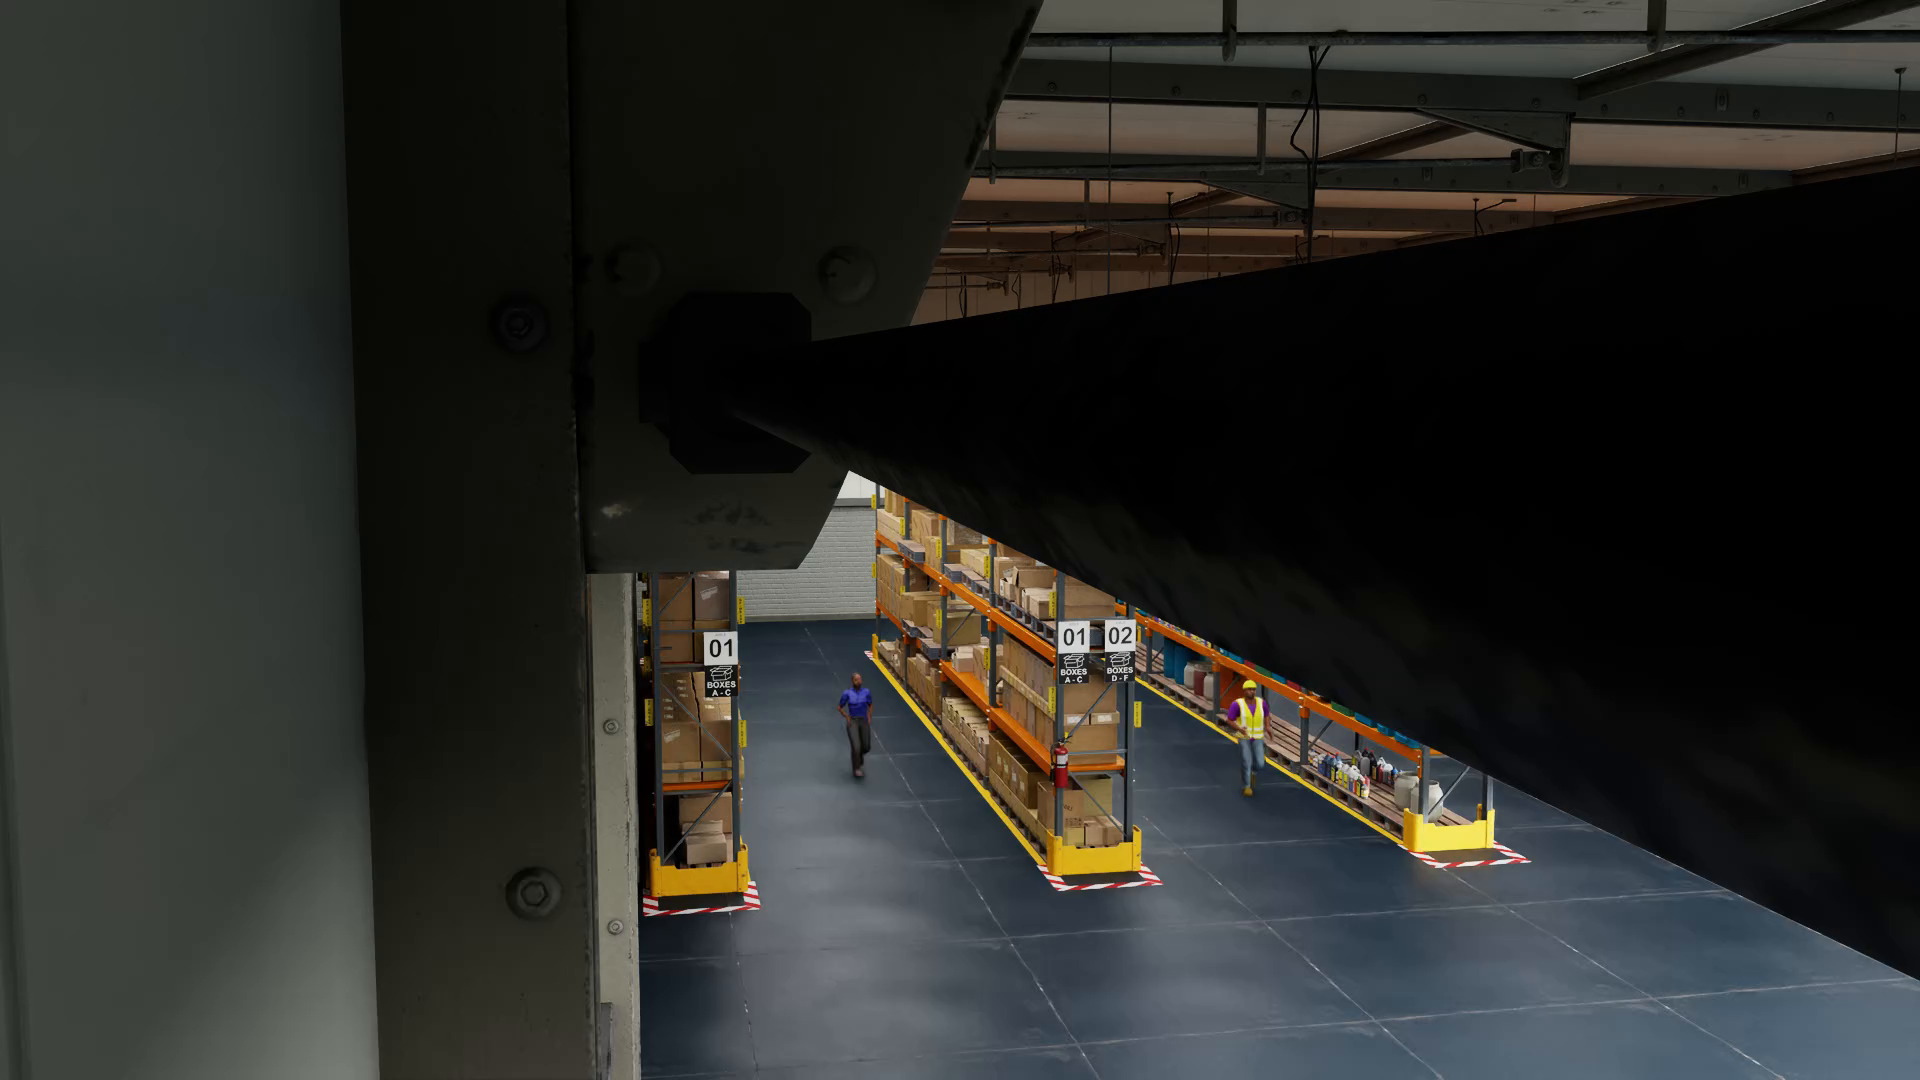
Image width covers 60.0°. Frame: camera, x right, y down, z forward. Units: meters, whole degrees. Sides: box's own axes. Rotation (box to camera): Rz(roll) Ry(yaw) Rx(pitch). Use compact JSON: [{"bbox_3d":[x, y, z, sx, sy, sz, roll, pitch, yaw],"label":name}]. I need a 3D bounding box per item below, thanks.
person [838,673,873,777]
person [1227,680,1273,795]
[{"bbox_3d":[-1.621,2.866,25.980,0.574,1.602,0.586,-2,6,-18],"label":"person"},{"bbox_3d":[4.319,2.940,24.719,0.698,1.723,0.579,-1,6,-6],"label":"person"}]
